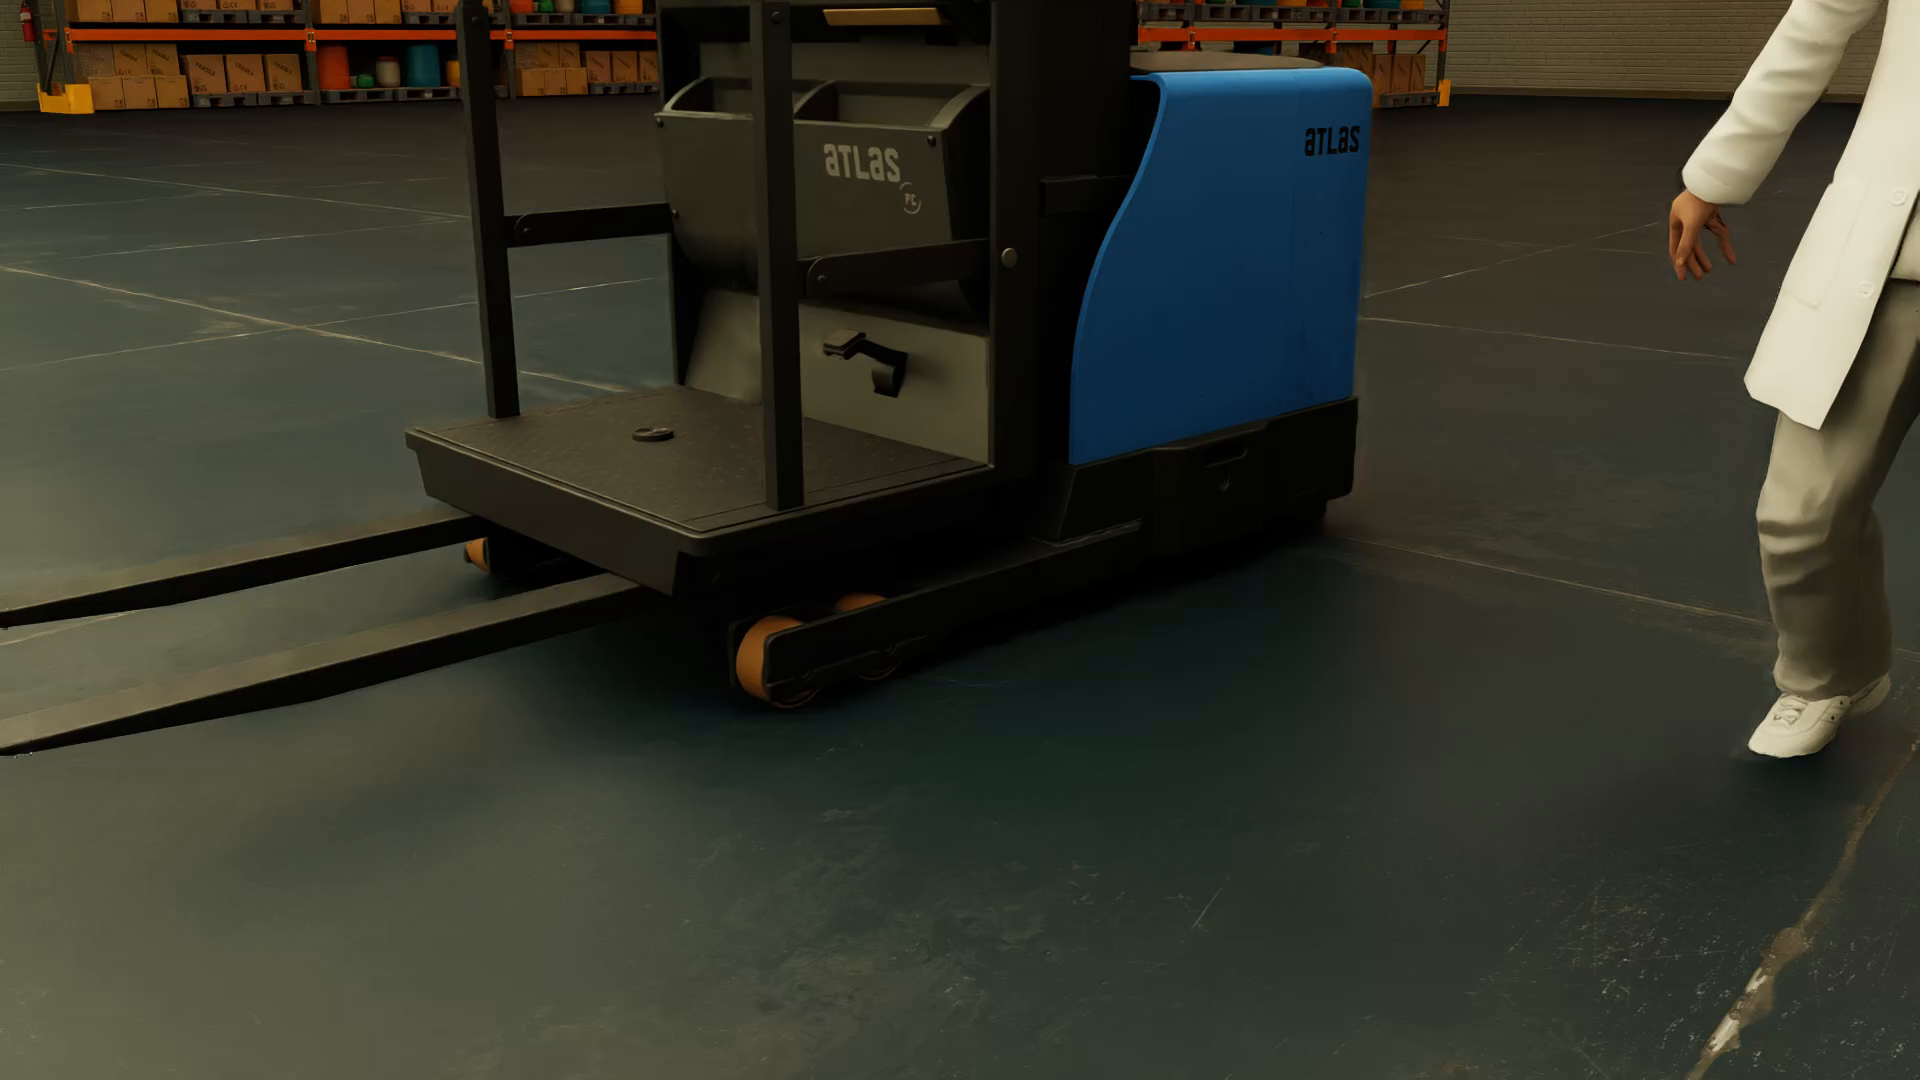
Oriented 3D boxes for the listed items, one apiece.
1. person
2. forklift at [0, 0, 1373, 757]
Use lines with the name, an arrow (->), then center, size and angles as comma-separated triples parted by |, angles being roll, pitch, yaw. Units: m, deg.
person -> 1.491, -0.407, 2.447 | 0.586, 1.750, 0.924 | -16, 23, -43
forklift -> -0.450, -1.272, 3.086 | 3.031, 2.935, 1.130 | -15, 23, -41
